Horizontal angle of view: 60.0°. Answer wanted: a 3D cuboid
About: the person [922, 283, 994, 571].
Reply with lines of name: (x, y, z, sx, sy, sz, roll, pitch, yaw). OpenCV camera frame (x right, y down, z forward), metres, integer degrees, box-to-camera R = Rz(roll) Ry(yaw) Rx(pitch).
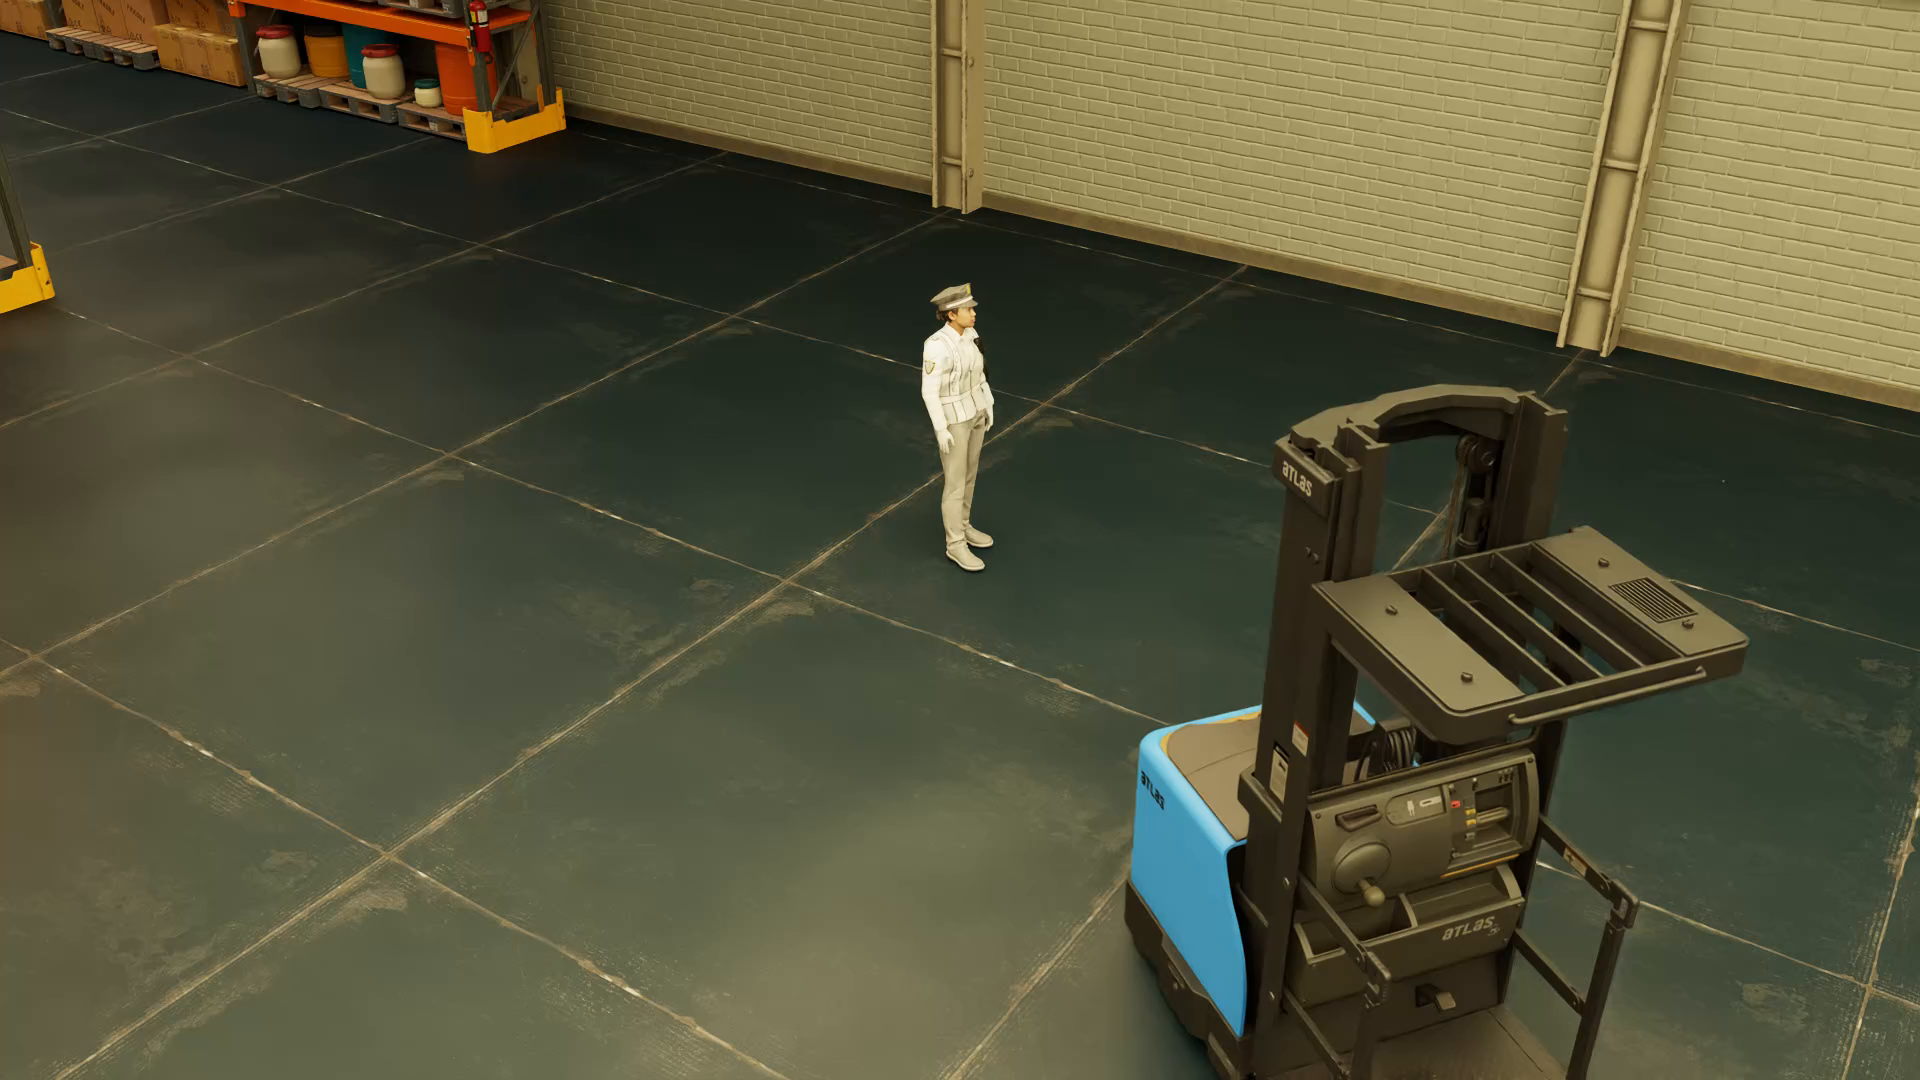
person: (0.053, -0.717, 10.033, 0.531, 1.695, 0.588, 19, 35, 29)

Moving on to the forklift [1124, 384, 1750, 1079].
forklift: (1.732, 1.075, 5.730, 1.130, 2.935, 3.031, -11, 32, -18)
